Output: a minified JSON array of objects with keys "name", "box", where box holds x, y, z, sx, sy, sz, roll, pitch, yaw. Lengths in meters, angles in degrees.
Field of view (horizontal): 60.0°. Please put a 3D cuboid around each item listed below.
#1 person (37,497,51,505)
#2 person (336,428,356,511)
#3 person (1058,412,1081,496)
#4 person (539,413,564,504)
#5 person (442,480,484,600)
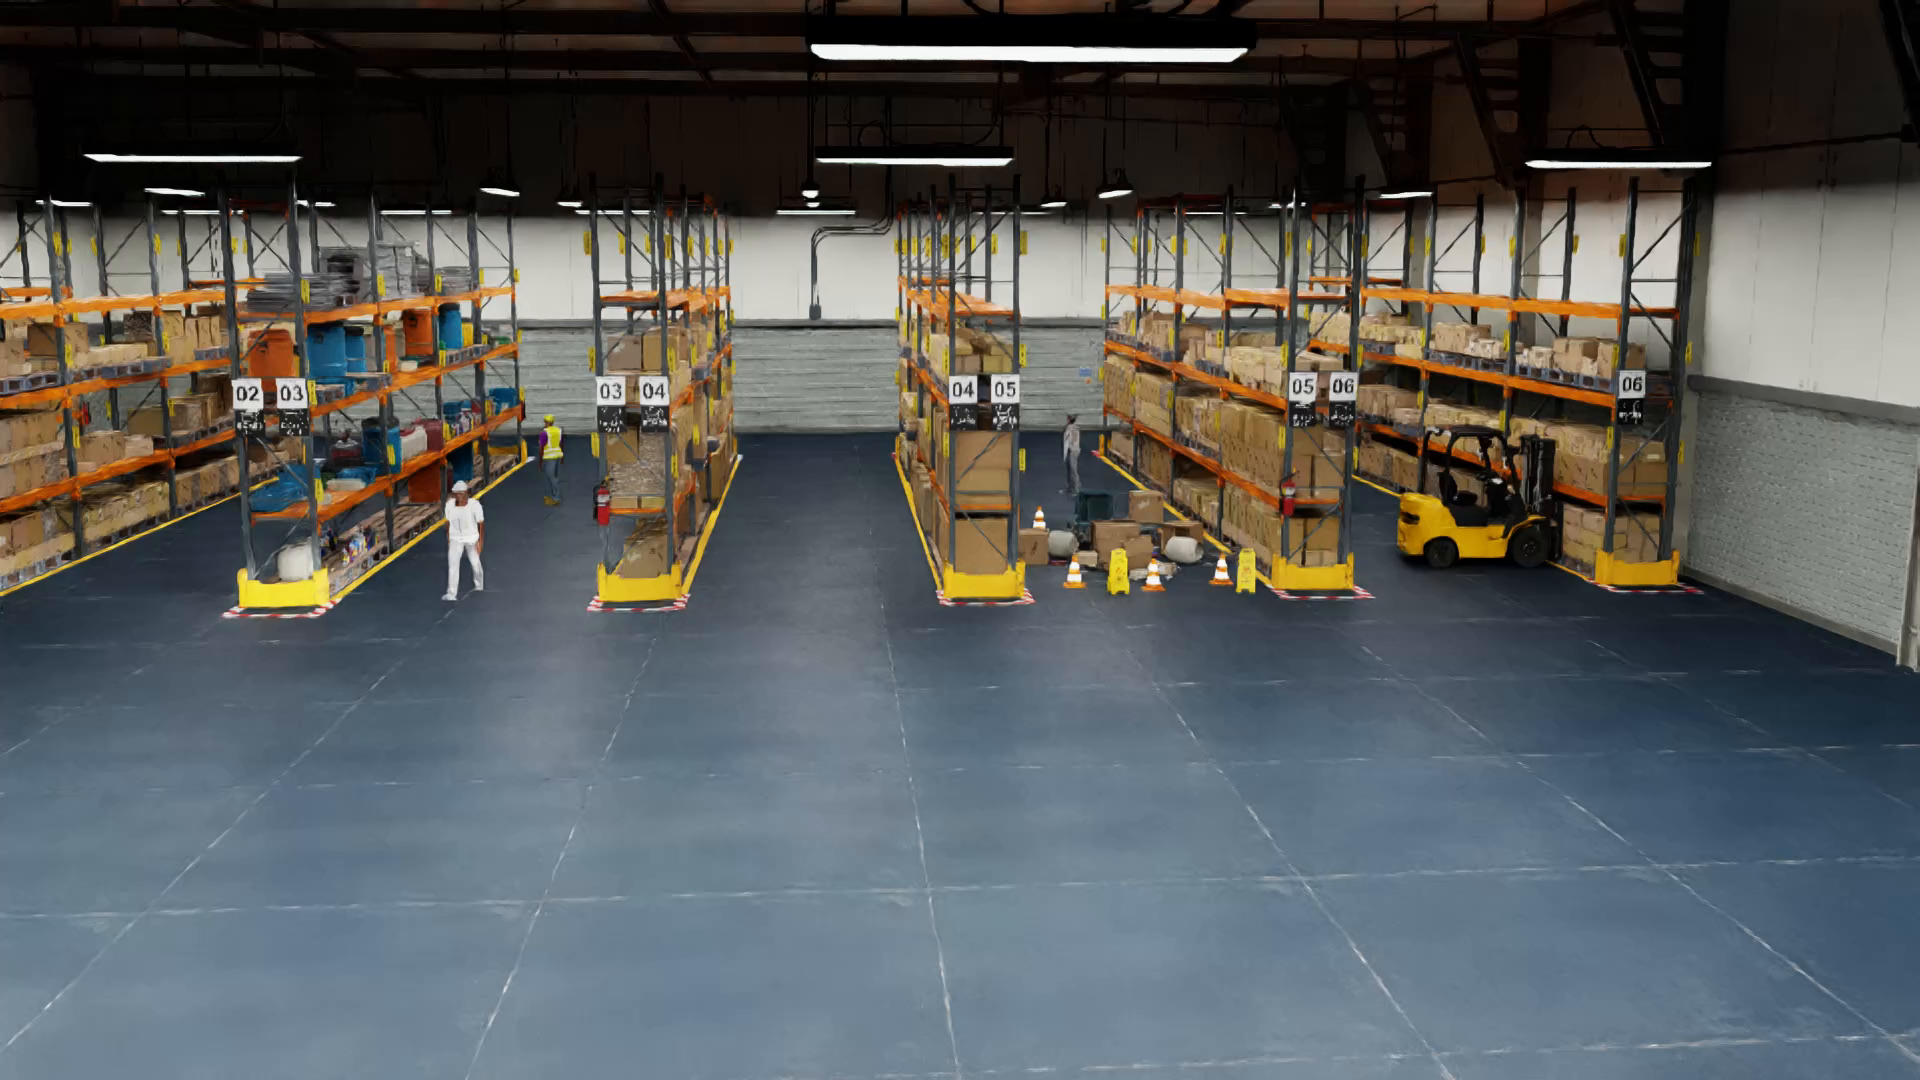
[{"name":"person","box":[-17.025,-1.329,30.981,0.442,1.792,0.606,-7,12,-34]},{"name":"person","box":[-11.727,-1.380,31.845,0.456,1.589,1.088,0,10,-2]},{"name":"person","box":[2.240,-1.755,33.765,0.552,1.662,0.572,4,11,21]},{"name":"person","box":[-8.051,-1.612,32.666,0.580,1.763,0.673,4,11,23]},{"name":"person","box":[-7.121,-0.023,23.878,0.582,1.685,1.120,0,10,-2]}]
